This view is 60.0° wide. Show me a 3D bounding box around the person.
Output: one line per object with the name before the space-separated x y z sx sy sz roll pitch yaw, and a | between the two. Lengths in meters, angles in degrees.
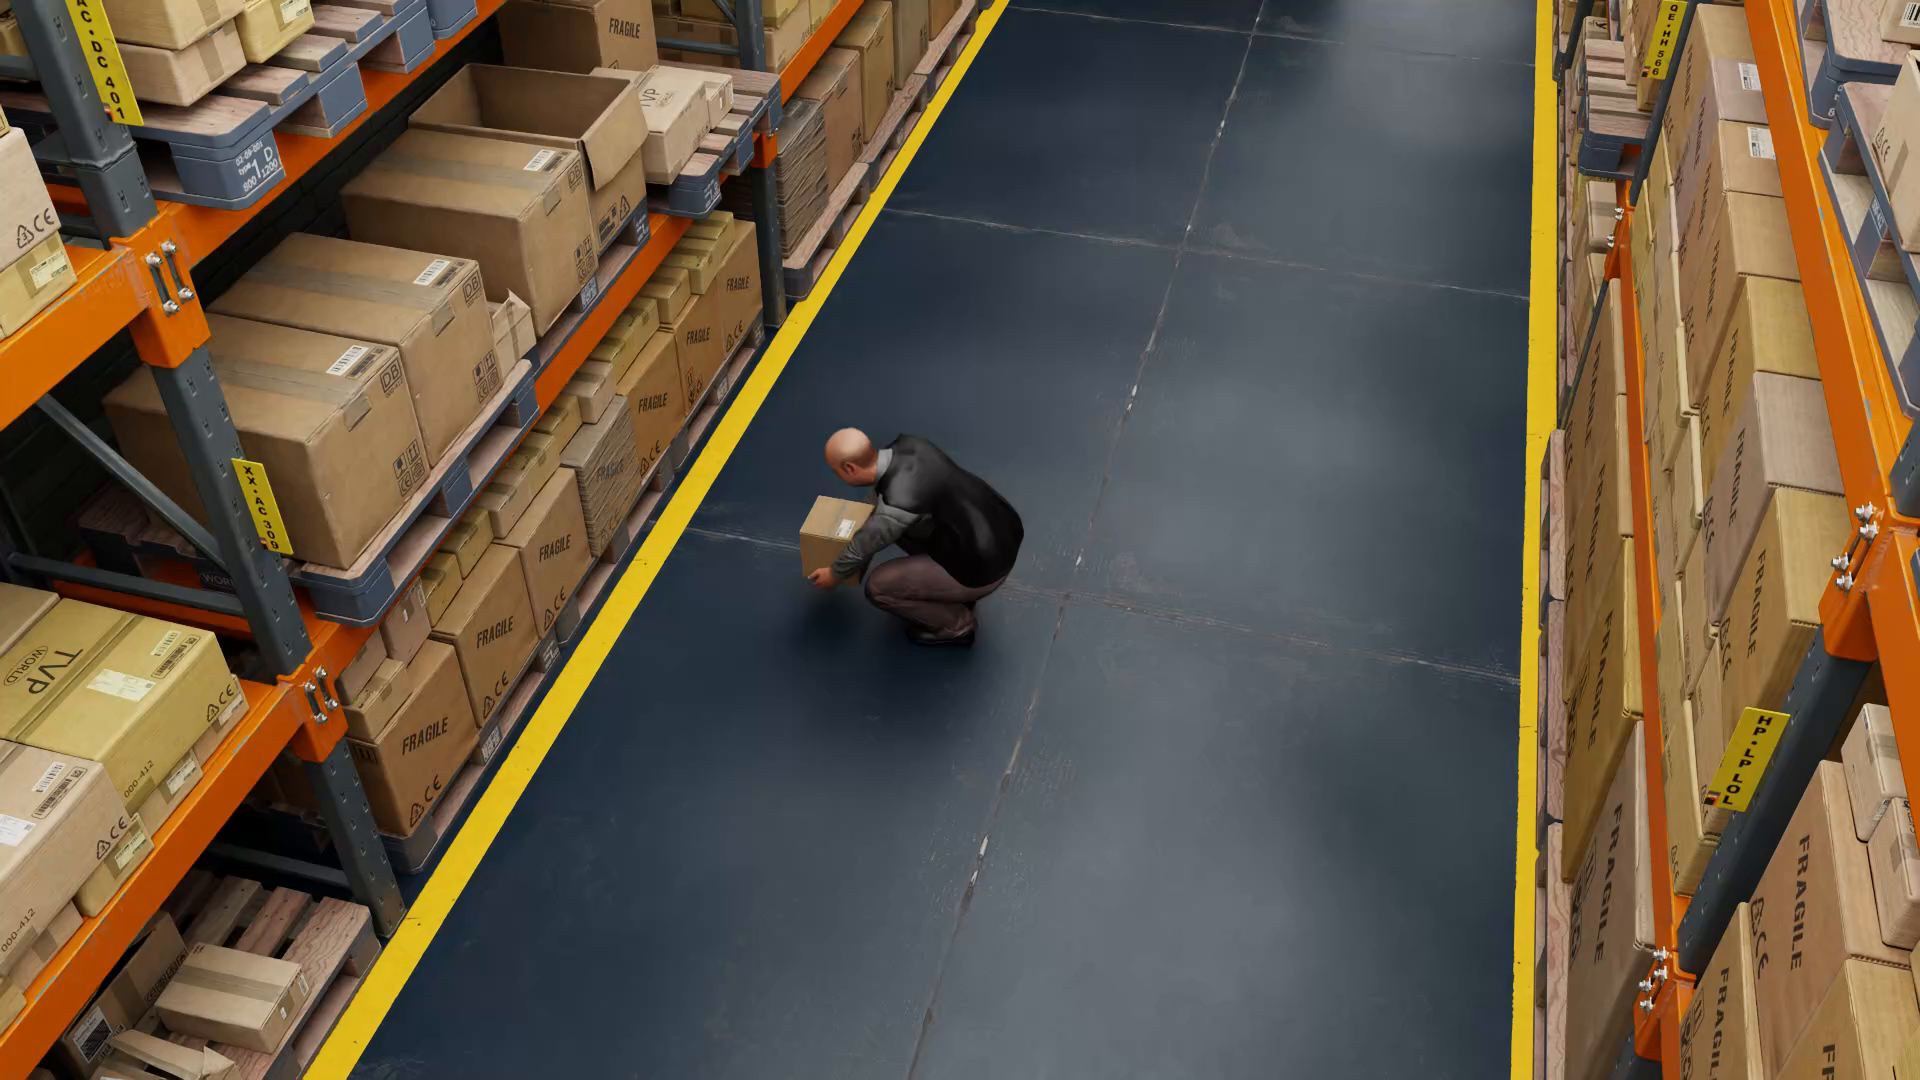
person | -0.184 -0.010 6.852 0.869 0.869 0.520 10 42 11
